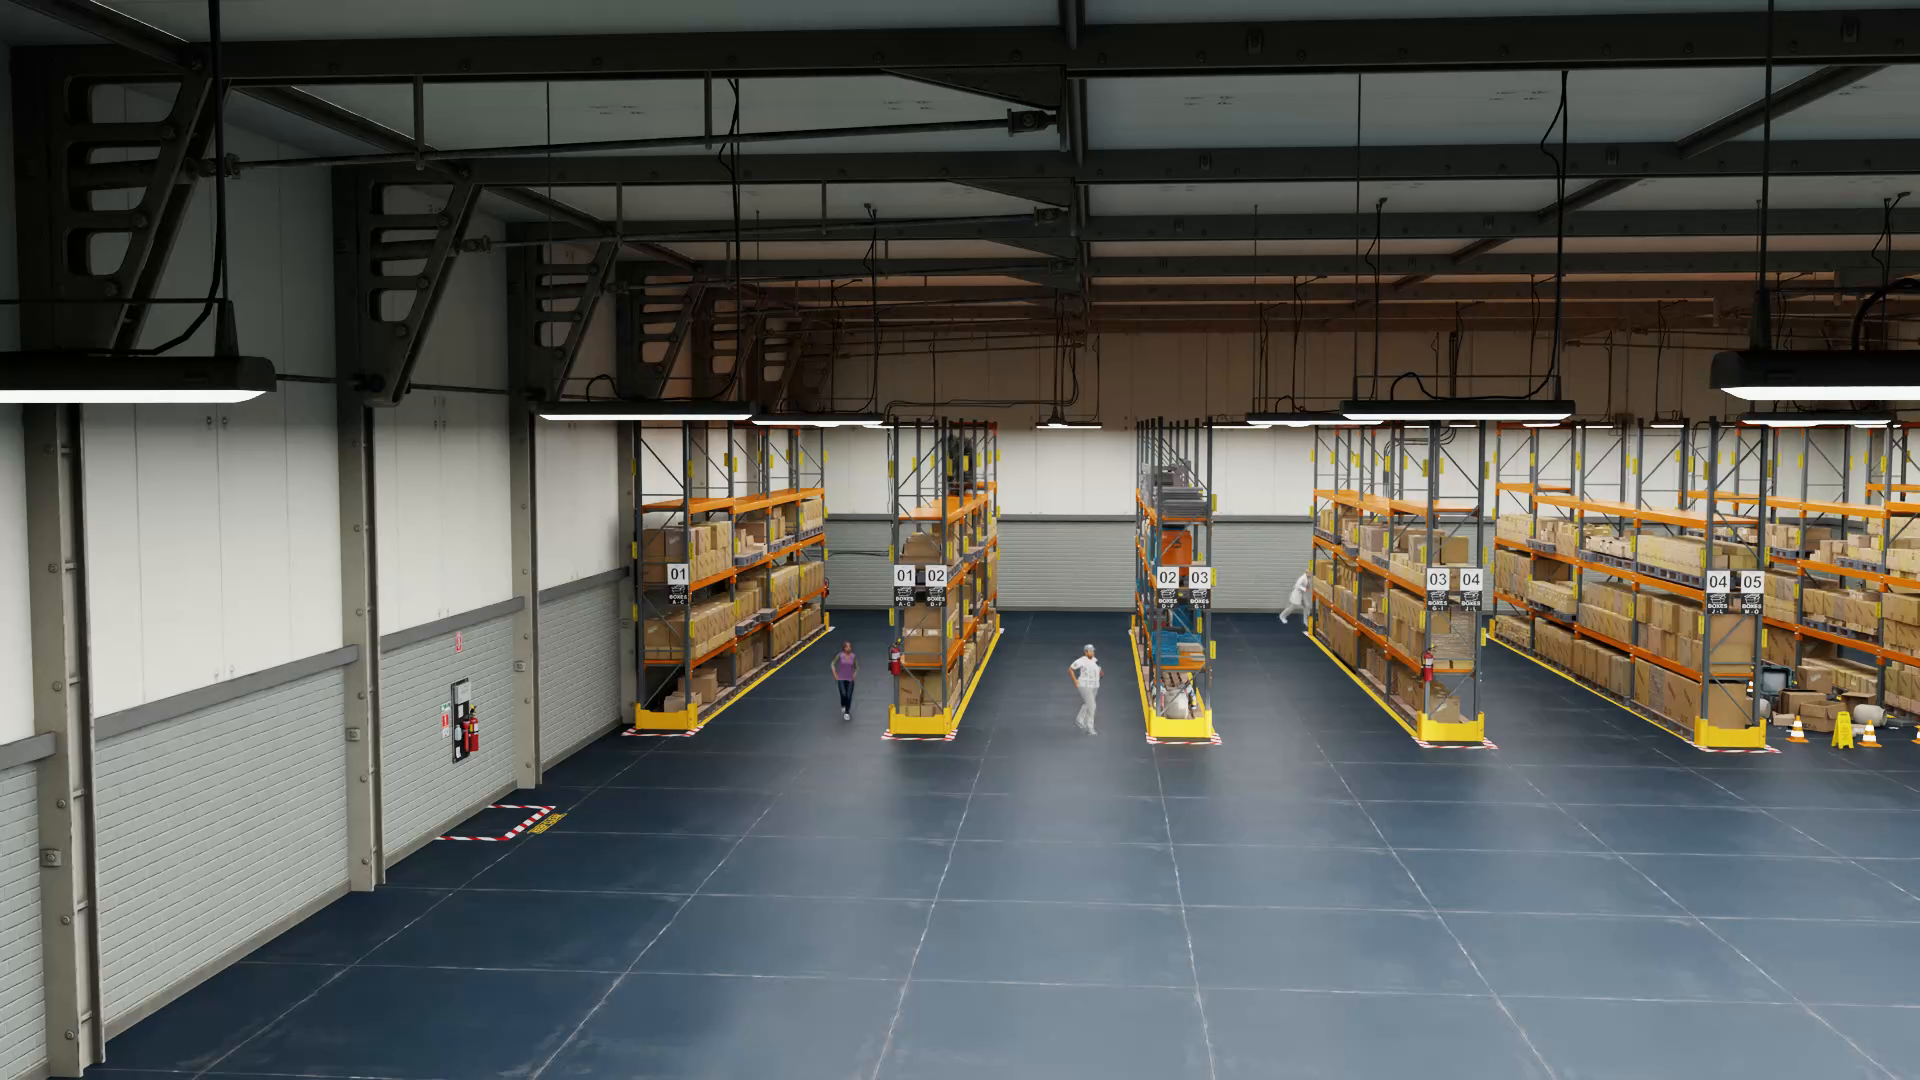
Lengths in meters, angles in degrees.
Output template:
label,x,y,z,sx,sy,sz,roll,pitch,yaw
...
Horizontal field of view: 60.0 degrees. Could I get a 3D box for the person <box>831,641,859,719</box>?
label,x,y,z,sx,sy,sz,roll,pitch,yaw
person,-2.257,2.793,32.977,0.548,1.561,0.505,-1,4,-13

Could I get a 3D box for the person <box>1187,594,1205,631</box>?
label,x,y,z,sx,sy,sz,roll,pitch,yaw
person,6.705,1.767,47.715,0.624,1.730,0.745,2,4,33

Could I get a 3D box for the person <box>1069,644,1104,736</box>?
label,x,y,z,sx,sy,sz,roll,pitch,yaw
person,2.420,2.838,31.539,0.576,1.730,0.765,-4,5,-44

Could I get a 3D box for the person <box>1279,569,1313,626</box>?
label,x,y,z,sx,sy,sz,roll,pitch,yaw
person,9.910,1.701,49.025,1.071,1.743,0.754,2,4,32
